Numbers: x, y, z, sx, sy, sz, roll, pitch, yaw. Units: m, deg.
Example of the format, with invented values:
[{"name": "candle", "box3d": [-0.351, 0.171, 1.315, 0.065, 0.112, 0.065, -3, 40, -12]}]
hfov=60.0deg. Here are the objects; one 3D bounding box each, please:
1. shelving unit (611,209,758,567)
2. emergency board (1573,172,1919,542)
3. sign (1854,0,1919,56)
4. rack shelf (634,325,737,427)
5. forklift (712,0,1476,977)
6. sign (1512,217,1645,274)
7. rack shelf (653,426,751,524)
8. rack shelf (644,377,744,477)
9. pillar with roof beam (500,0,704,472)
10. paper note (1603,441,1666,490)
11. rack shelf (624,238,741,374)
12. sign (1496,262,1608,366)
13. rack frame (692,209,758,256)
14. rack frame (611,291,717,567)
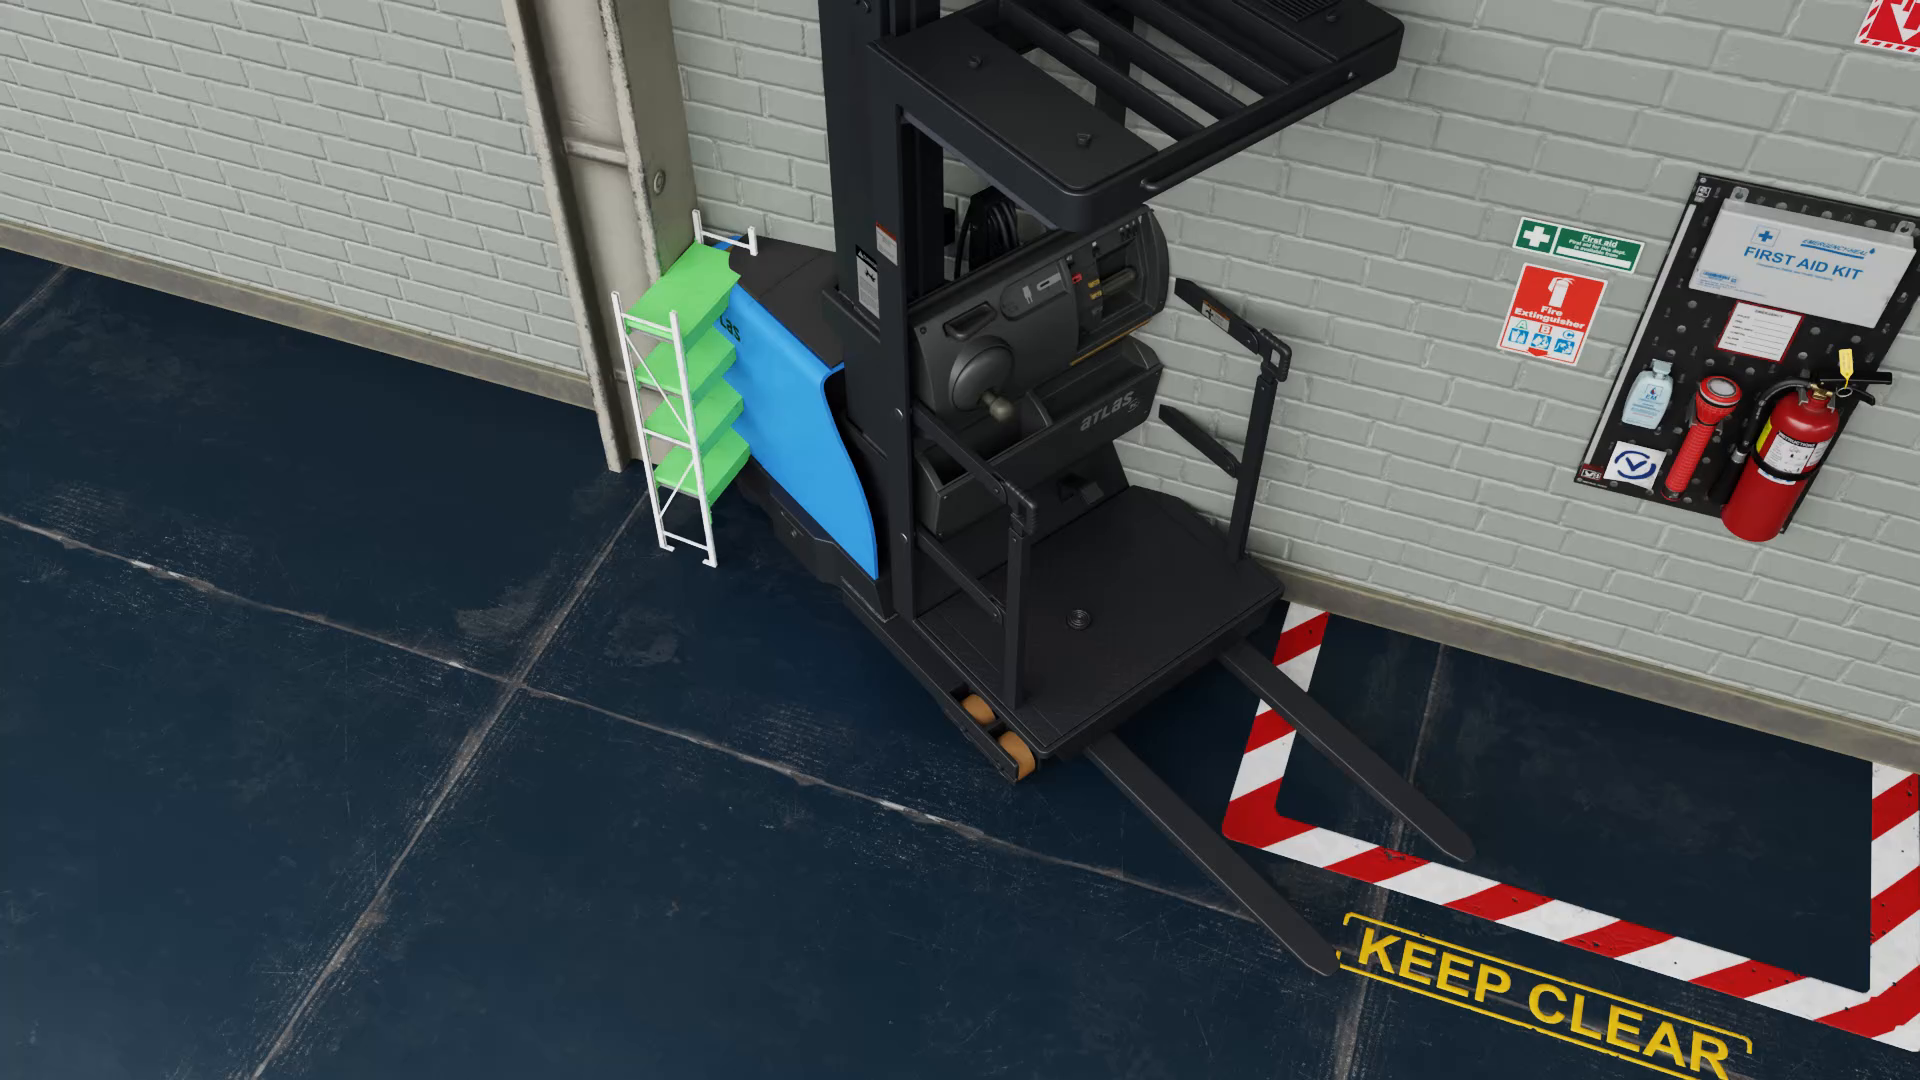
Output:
[{"name": "shelving unit", "box3d": [-0.903, -0.510, 5.895, 0.258, 1.200, 0.503, 19, 50, 17]}, {"name": "emergency board", "box3d": [2.189, -0.419, 4.628, 0.643, 1.169, 0.194, 16, 51, 13]}, {"name": "sign", "box3d": [2.216, -1.251, 3.815, 0.199, 0.298, 0.001, 16, 51, 13]}, {"name": "rack shelf", "box3d": [-0.903, -0.630, 5.766, 0.258, 0.148, 0.480, 19, 50, 17]}, {"name": "forklift", "box3d": [0.390, -0.590, 4.822, 1.130, 2.935, 3.031, -31, 56, -24]}, {"name": "sign", "box3d": [1.707, -0.815, 4.597, 0.331, 0.109, 0.001, 16, 51, 13]}, {"name": "rack shelf", "box3d": [-0.903, -0.304, 6.118, 0.258, 0.148, 0.480, 19, 50, 17]}, {"name": "rack shelf", "box3d": [-0.903, -0.467, 5.942, 0.258, 0.148, 0.480, 19, 50, 17]}, {"name": "pillar with roof beam", "box3d": [-2.627, -0.229, 0.494, 0.400, 9.000, 9.100, 16, 51, 13]}, {"name": "paper note", "box3d": [2.046, -0.226, 5.044, 0.142, 0.148, 0.016, 16, 51, 13]}, {"name": "rack shelf", "box3d": [-0.903, -0.794, 5.590, 0.258, 0.148, 0.480, 19, 50, 17]}, {"name": "sign", "box3d": [1.706, -0.649, 4.804, 0.234, 0.329, 0.001, 16, 51, 13]}, {"name": "rack frame", "box3d": [-0.798, -0.672, 6.045, 0.240, 1.200, 0.015, 19, 50, 17]}, {"name": "rack frame", "box3d": [-1.009, -0.349, 5.745, 0.240, 1.200, 0.015, 19, 50, 17]}]
